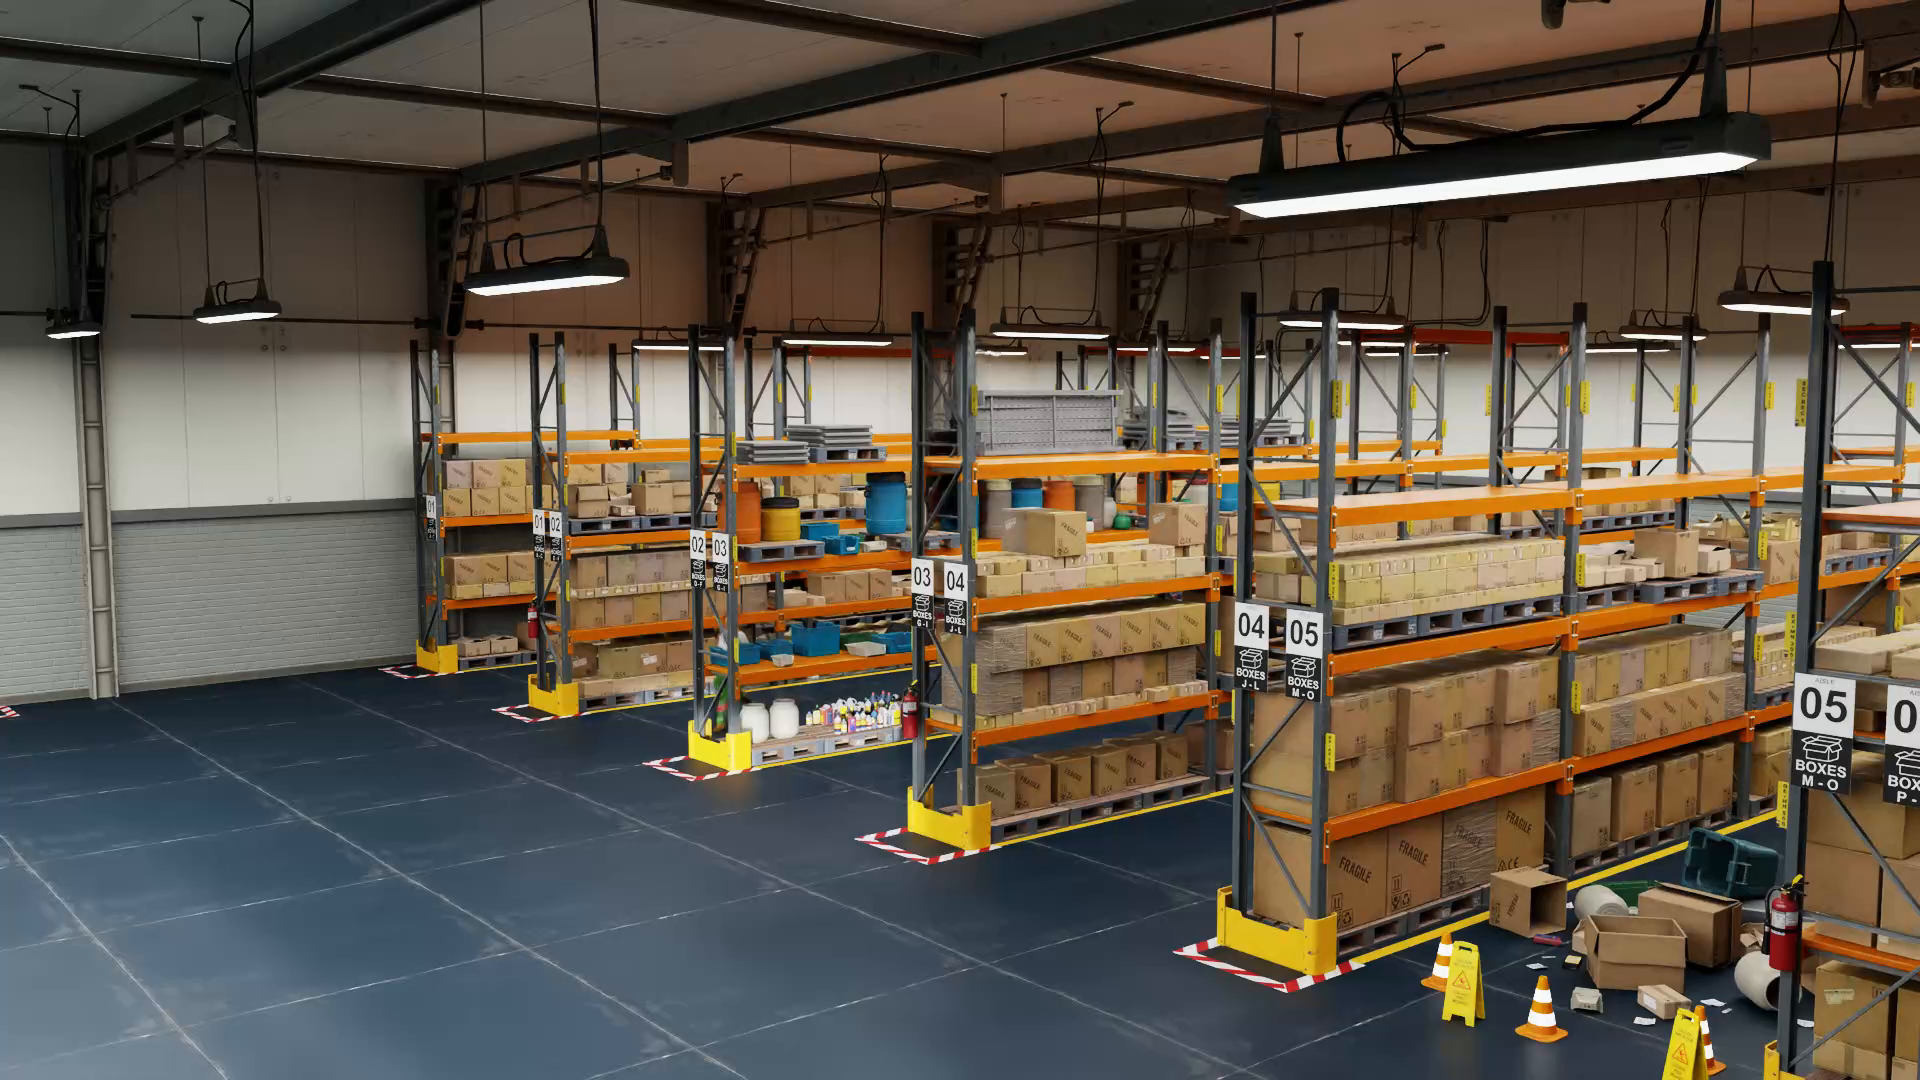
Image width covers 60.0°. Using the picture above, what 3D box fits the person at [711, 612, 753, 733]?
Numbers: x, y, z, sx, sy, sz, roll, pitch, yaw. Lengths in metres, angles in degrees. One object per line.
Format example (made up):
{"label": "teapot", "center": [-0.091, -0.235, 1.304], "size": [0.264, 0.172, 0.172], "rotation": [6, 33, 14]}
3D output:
{"label": "person", "center": [-3.455, 1.954, 25.062], "size": [0.656, 1.792, 0.981], "rotation": [2, 6, 25]}
